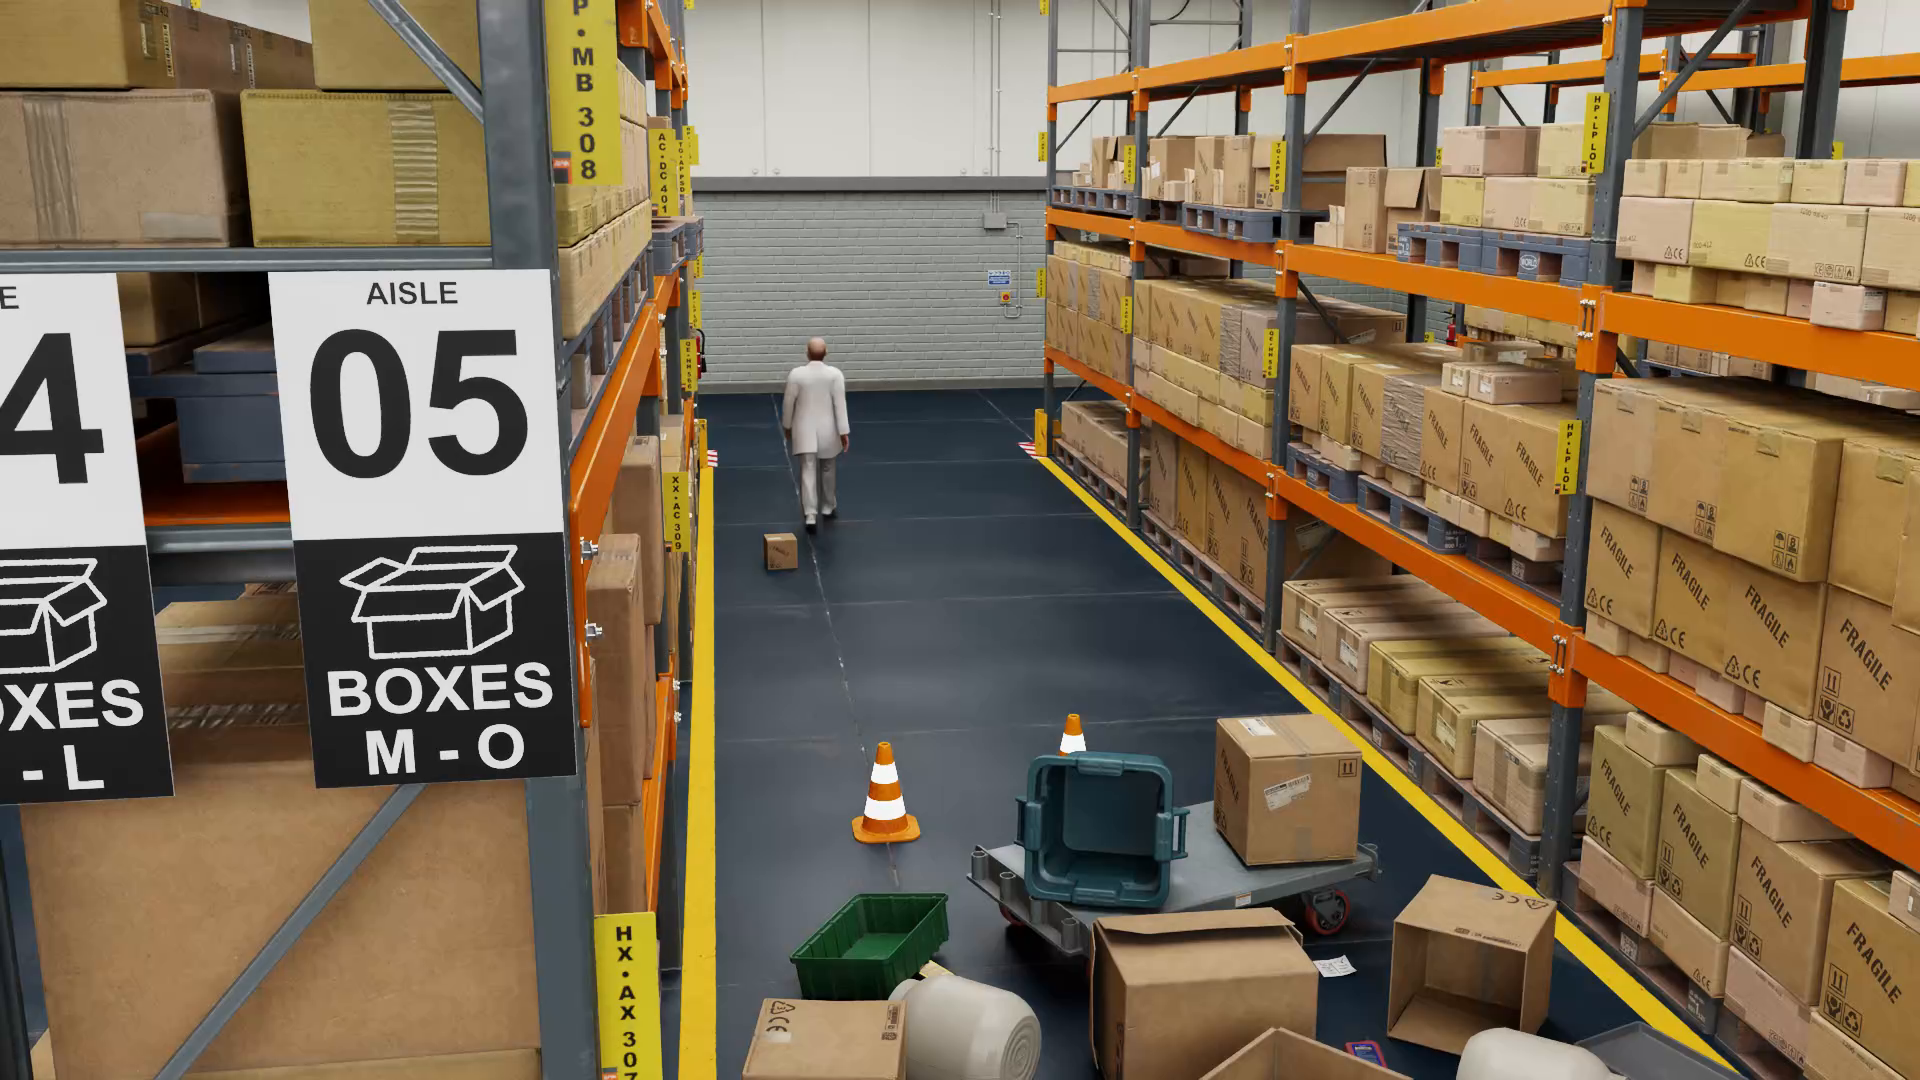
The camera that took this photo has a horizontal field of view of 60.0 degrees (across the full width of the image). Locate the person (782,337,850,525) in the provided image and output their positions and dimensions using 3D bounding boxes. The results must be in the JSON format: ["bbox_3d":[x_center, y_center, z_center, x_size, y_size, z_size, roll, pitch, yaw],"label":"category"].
[{"bbox_3d":[-1.350,-1.042,15.548,0.621,1.726,1.083,-2,13,-7],"label":"person"}]
